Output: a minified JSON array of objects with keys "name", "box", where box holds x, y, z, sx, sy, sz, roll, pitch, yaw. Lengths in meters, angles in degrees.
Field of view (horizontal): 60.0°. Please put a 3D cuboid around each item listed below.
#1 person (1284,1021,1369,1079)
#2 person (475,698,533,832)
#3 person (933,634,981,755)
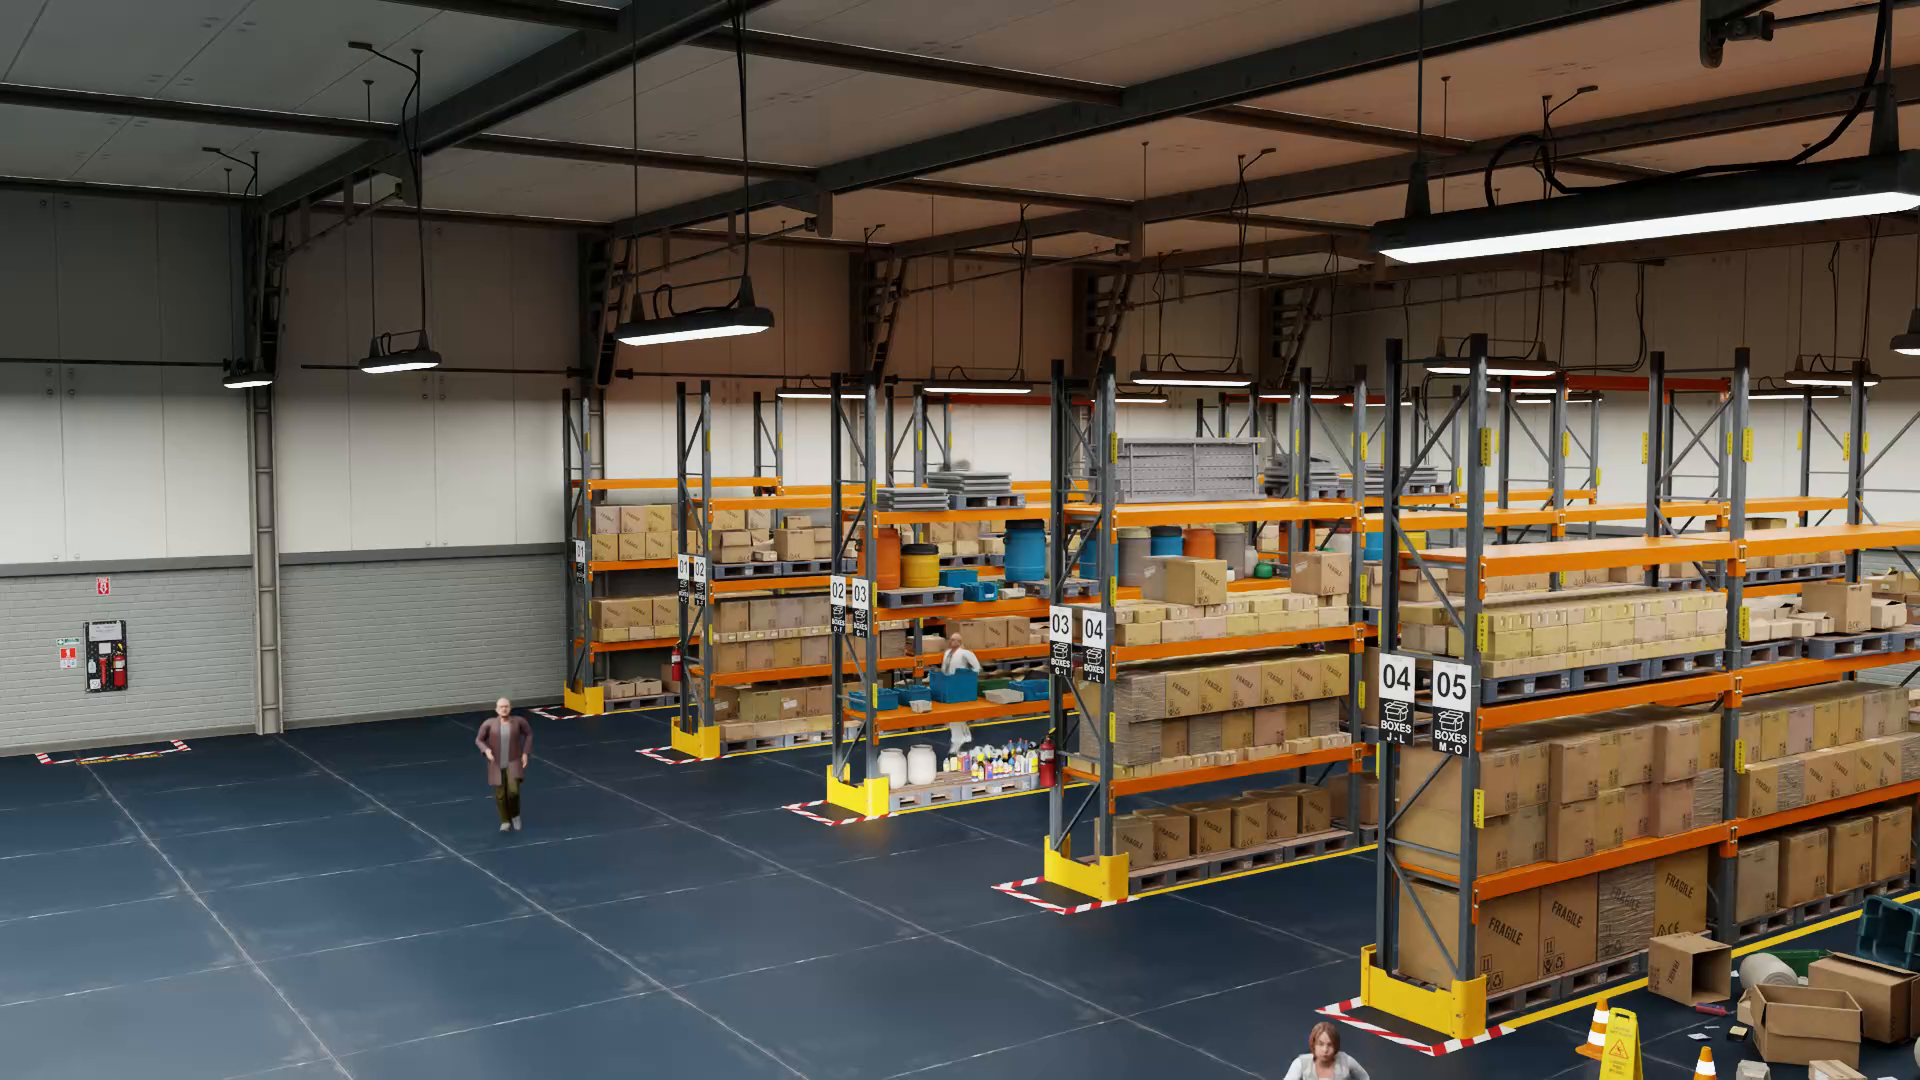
[{"name":"person","box":[2.230,3.711,10.217,0.563,1.613,0.903,1,4,11]},{"name":"person","box":[-5.874,2.911,21.424,0.717,1.746,0.653,-1,4,-13]},{"name":"person","box":[-0.090,2.402,26.044,0.727,1.875,0.693,-3,5,-38]}]
